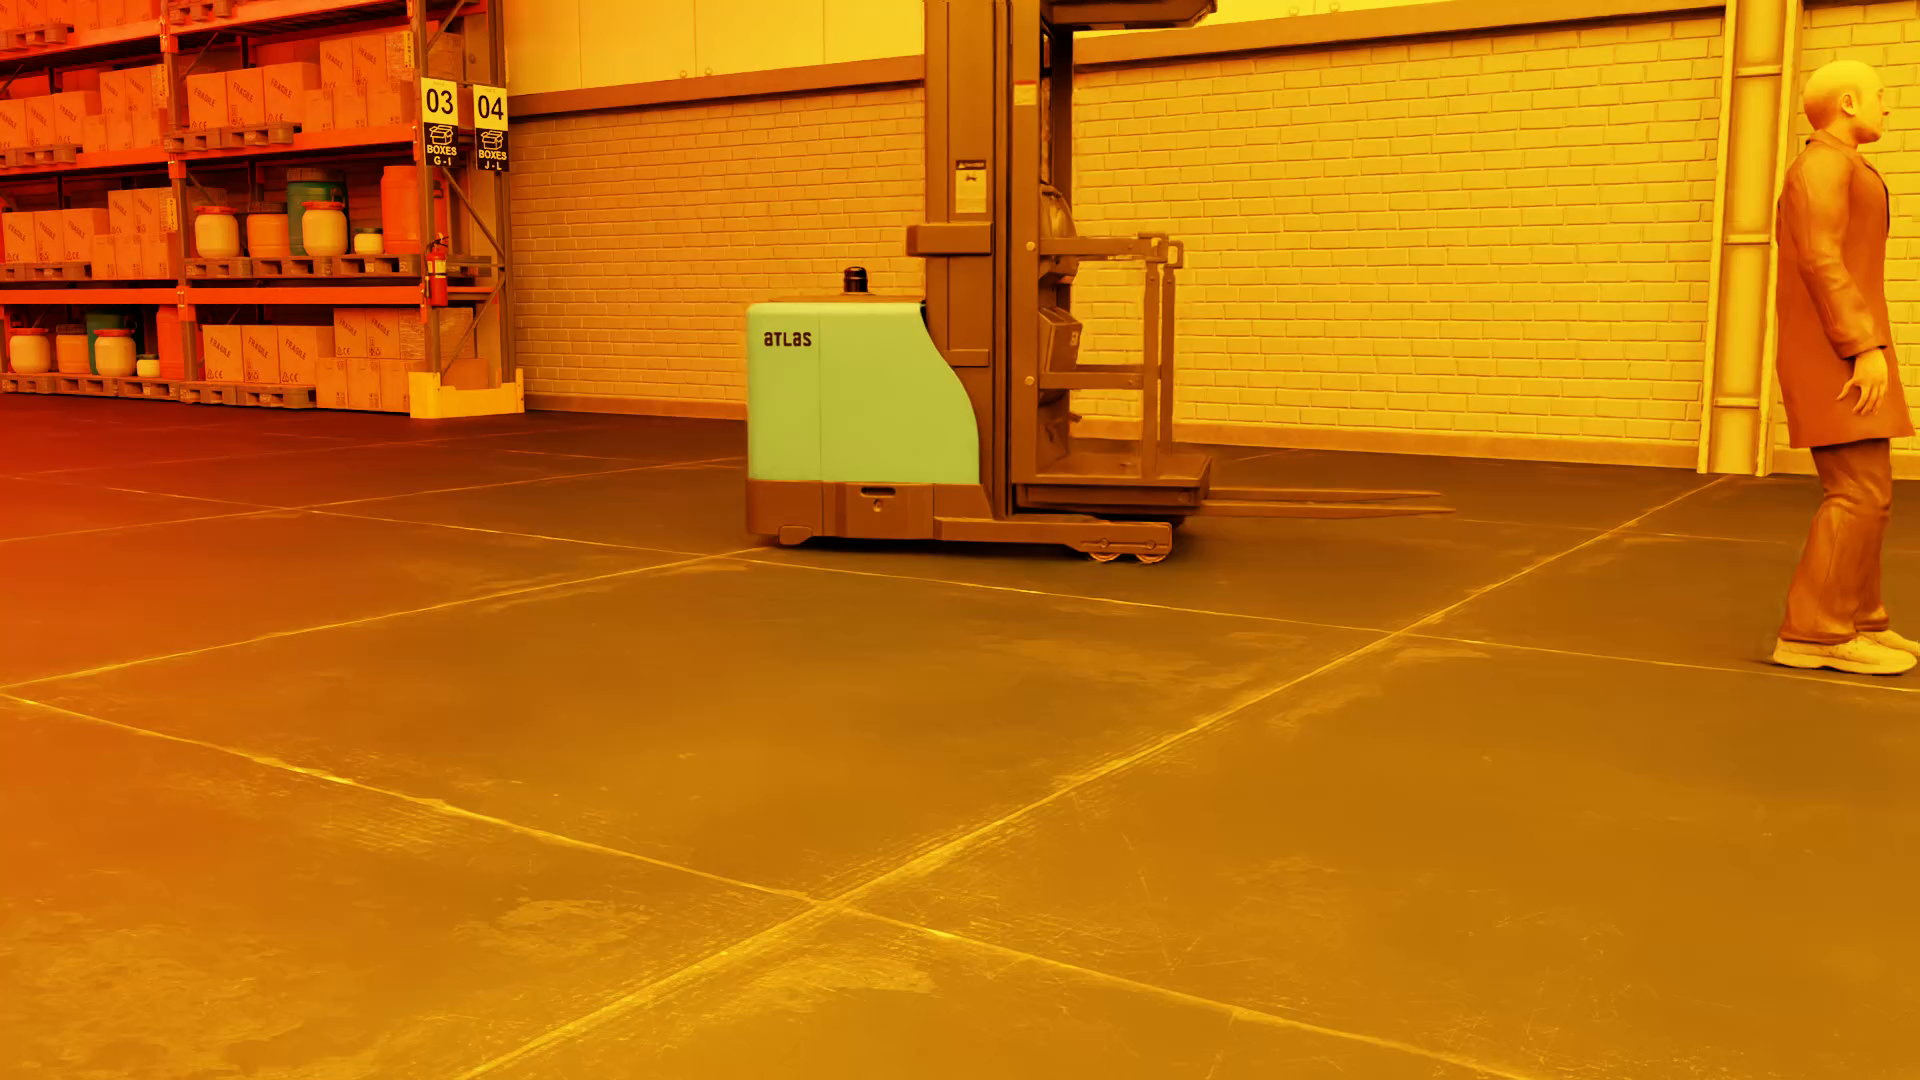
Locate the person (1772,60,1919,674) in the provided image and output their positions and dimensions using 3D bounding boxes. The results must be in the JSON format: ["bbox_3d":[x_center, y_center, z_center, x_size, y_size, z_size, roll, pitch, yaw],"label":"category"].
[{"bbox_3d":[2.677,-0.499,4.919,0.511,1.802,0.681,3,9,22],"label":"person"}]

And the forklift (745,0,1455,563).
[{"bbox_3d":[0.621,-1.437,7.298,3.031,2.935,1.130,2,8,11],"label":"forklift"}]
